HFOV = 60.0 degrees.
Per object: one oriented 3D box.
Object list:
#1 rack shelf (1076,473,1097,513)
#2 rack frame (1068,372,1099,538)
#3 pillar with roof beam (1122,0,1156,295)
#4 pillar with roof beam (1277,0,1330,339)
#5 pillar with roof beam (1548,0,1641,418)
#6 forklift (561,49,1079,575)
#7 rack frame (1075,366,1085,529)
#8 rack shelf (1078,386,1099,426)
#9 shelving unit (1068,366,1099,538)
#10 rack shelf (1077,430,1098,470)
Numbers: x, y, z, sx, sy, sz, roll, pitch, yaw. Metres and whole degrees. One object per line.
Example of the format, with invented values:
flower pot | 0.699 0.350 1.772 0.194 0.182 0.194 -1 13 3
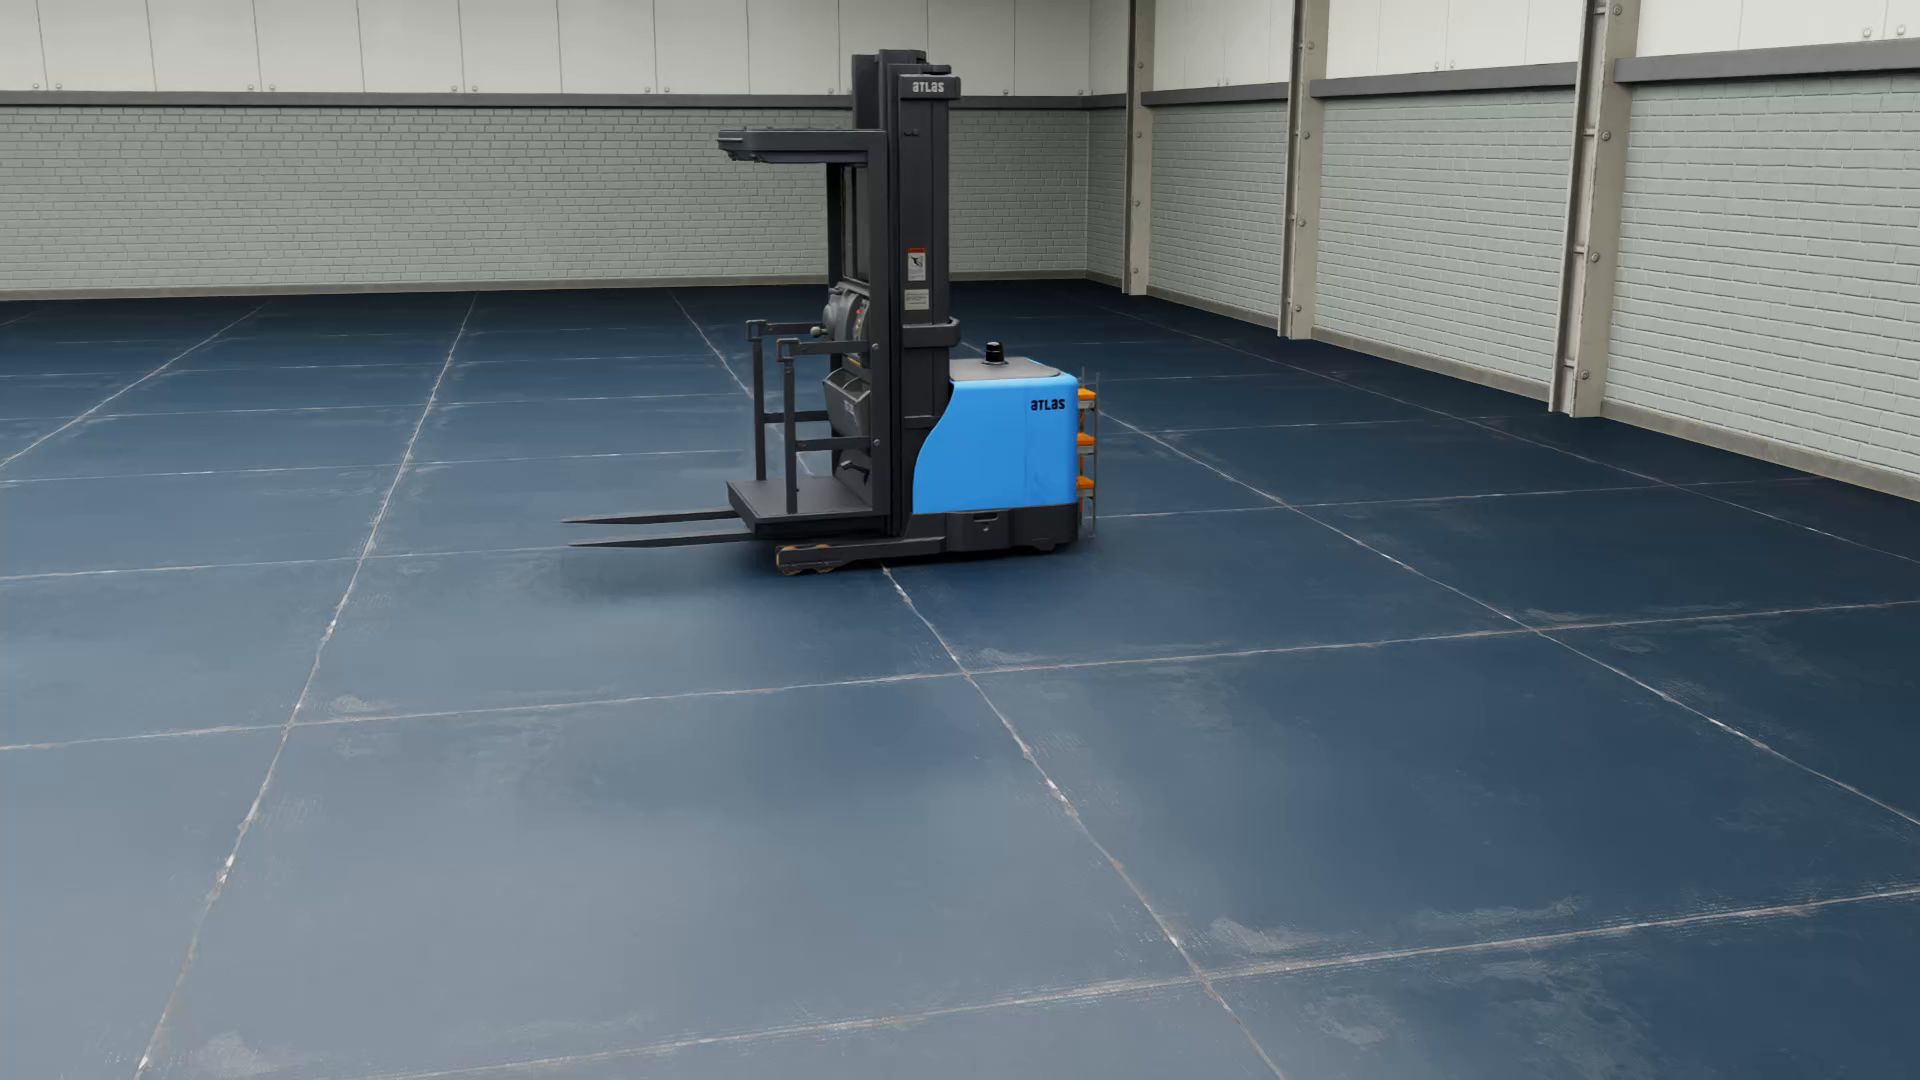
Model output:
rack shelf | 0.724 -0.269 10.532 0.215 0.259 0.240 -4 14 -16
rack frame | 0.760 -0.522 10.350 0.200 1.050 0.008 -4 14 -16
pillar with roof beam | -1.398 -8.053 24.429 9.100 9.000 0.400 -3 14 -13
pillar with roof beam | 0.011 -6.669 18.764 9.100 9.000 0.400 -3 14 -13
pillar with roof beam | 1.420 -5.285 13.098 9.100 9.000 0.400 -3 14 -13
forklift | -0.855 -1.359 9.815 3.031 2.935 1.130 -4 14 -16
rack frame | 0.689 -0.577 10.577 0.200 1.050 0.008 -4 14 -16
rack shelf | 0.724 -0.815 10.398 0.215 0.259 0.240 -4 14 -16
shelving unit | 0.724 -0.549 10.463 0.215 1.050 0.252 -4 14 -16
rack shelf | 0.724 -0.539 10.466 0.215 0.259 0.240 -4 14 -16
